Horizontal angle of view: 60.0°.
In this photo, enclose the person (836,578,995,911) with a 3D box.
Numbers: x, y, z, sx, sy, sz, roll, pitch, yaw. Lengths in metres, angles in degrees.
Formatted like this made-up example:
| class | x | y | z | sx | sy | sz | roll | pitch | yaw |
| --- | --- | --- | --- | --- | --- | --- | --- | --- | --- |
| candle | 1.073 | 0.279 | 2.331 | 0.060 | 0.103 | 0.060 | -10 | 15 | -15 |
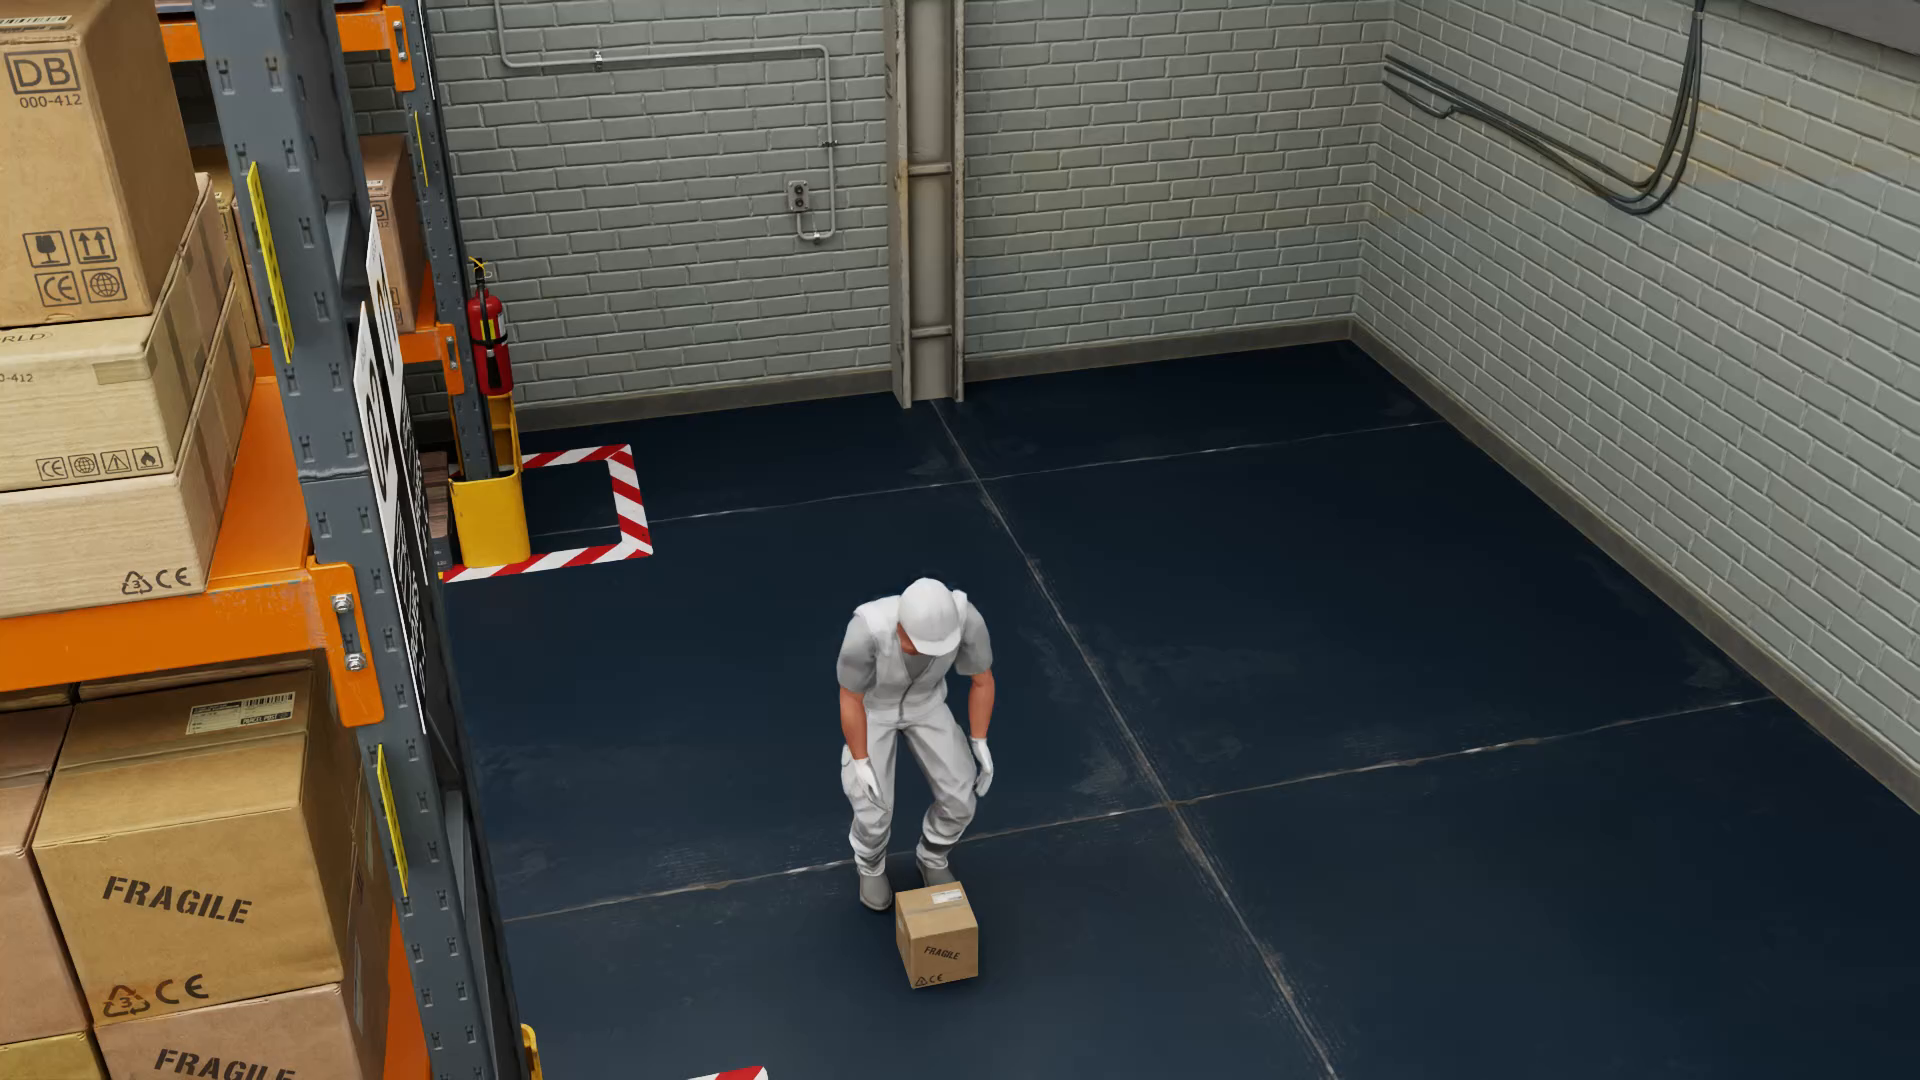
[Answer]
| class | x | y | z | sx | sy | sz | roll | pitch | yaw |
| --- | --- | --- | --- | --- | --- | --- | --- | --- | --- |
| person | -0.164 | 0.705 | 6.146 | 0.579 | 1.528 | 0.690 | -8 | 31 | -13 |
